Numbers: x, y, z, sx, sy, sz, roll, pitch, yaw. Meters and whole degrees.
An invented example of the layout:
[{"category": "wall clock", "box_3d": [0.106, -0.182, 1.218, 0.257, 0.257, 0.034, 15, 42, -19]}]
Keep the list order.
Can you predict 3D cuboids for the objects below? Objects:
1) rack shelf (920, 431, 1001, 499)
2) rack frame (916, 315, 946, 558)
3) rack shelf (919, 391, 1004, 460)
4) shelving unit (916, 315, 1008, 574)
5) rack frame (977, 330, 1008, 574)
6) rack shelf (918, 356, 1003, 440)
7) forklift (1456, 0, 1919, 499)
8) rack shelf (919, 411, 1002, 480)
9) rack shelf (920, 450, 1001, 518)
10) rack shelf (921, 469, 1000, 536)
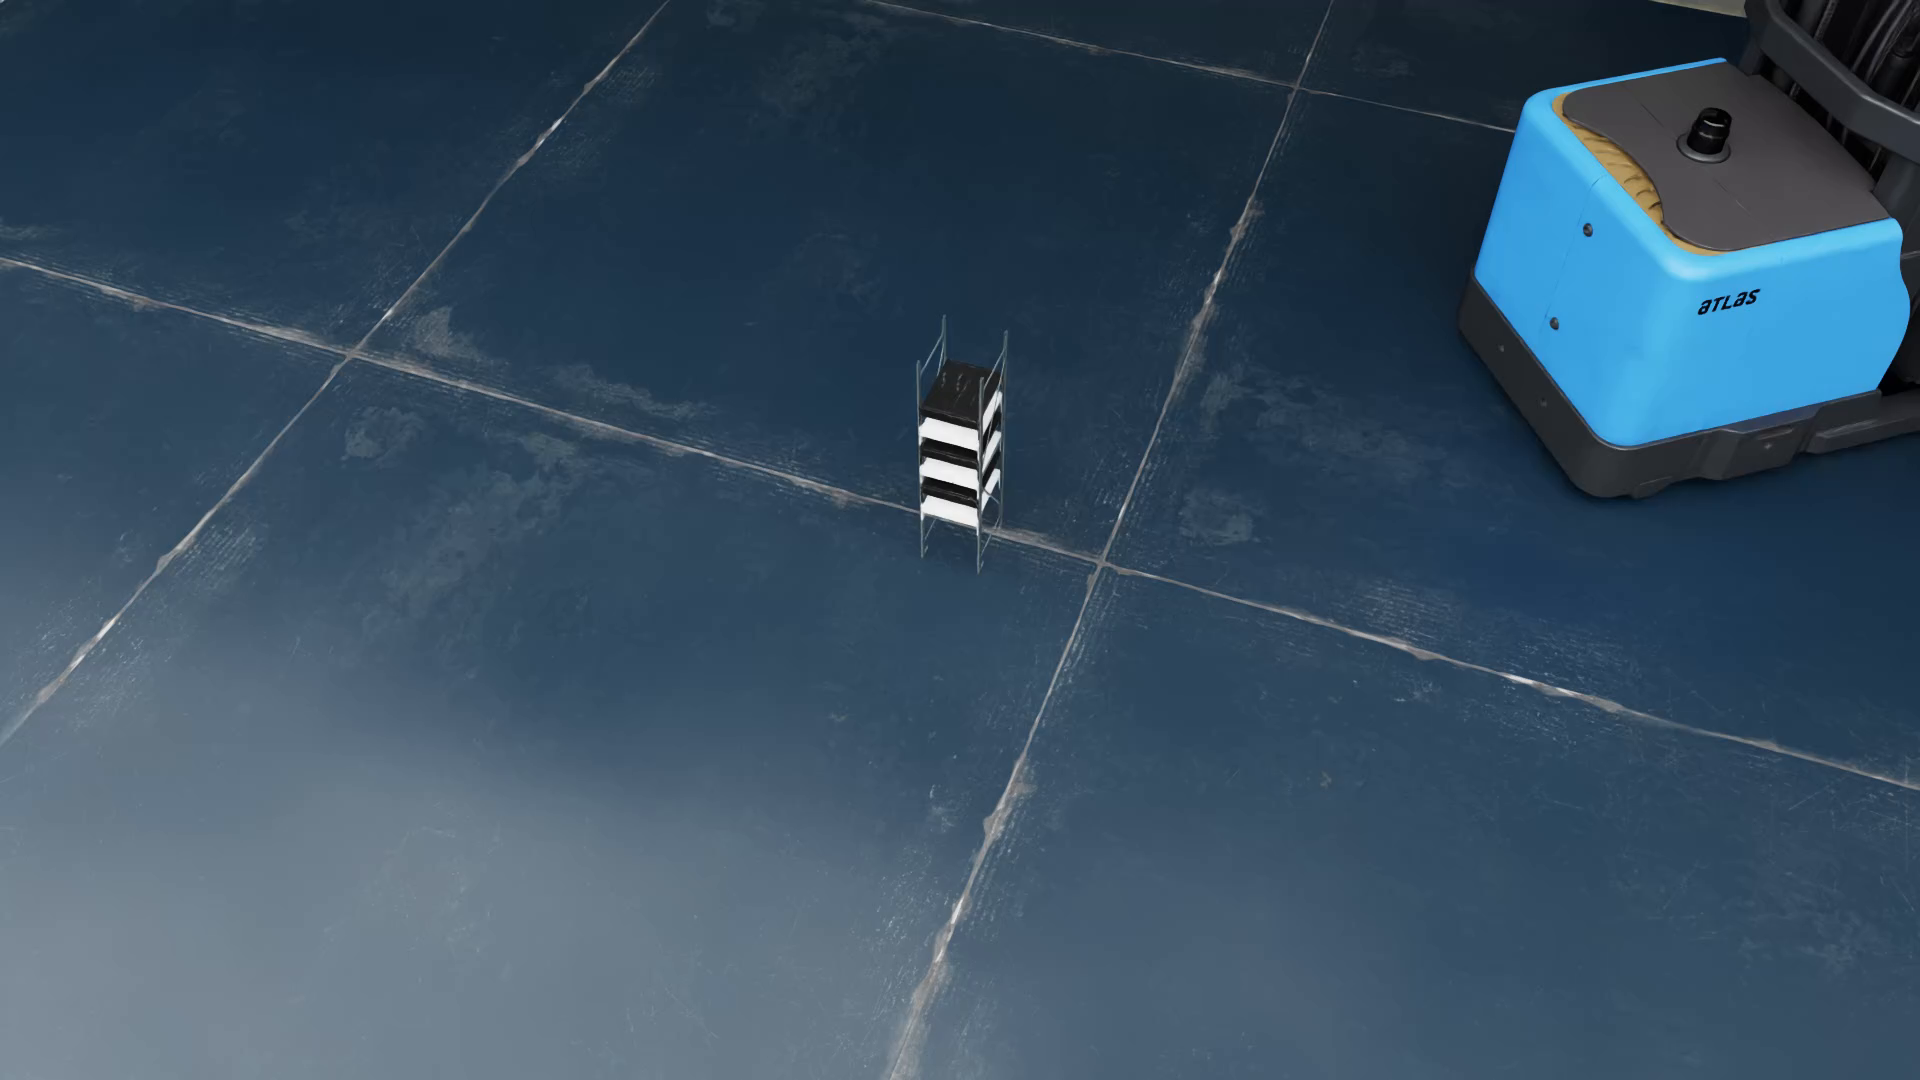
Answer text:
[{"category": "rack shelf", "box_3d": [0.008, -0.271, 5.433, 0.200, 0.077, 0.258, 16, 51, 13]}, {"category": "rack frame", "box_3d": [-0.088, -0.319, 5.431, 0.006, 0.900, 0.240, 16, 51, 13]}, {"category": "rack shelf", "box_3d": [0.008, -0.389, 5.297, 0.200, 0.077, 0.258, 16, 51, 13]}, {"category": "shelving unit", "box_3d": [0.008, -0.293, 5.408, 0.210, 0.900, 0.258, 16, 51, 13]}, {"category": "rack frame", "box_3d": [0.103, -0.266, 5.385, 0.006, 0.900, 0.240, 16, 51, 13]}, {"category": "rack shelf", "box_3d": [0.008, -0.448, 5.229, 0.200, 0.077, 0.258, 16, 51, 13]}, {"category": "forklift", "box_3d": [3.477, -1.748, 5.326, 3.031, 2.935, 1.130, -13, 50, -11]}, {"category": "rack shelf", "box_3d": [0.008, -0.330, 5.365, 0.200, 0.077, 0.258, 16, 51, 13]}, {"category": "rack shelf", "box_3d": [0.008, -0.212, 5.501, 0.200, 0.077, 0.258, 16, 51, 13]}, {"category": "rack shelf", "box_3d": [0.008, -0.153, 5.569, 0.200, 0.077, 0.258, 16, 51, 13]}]
